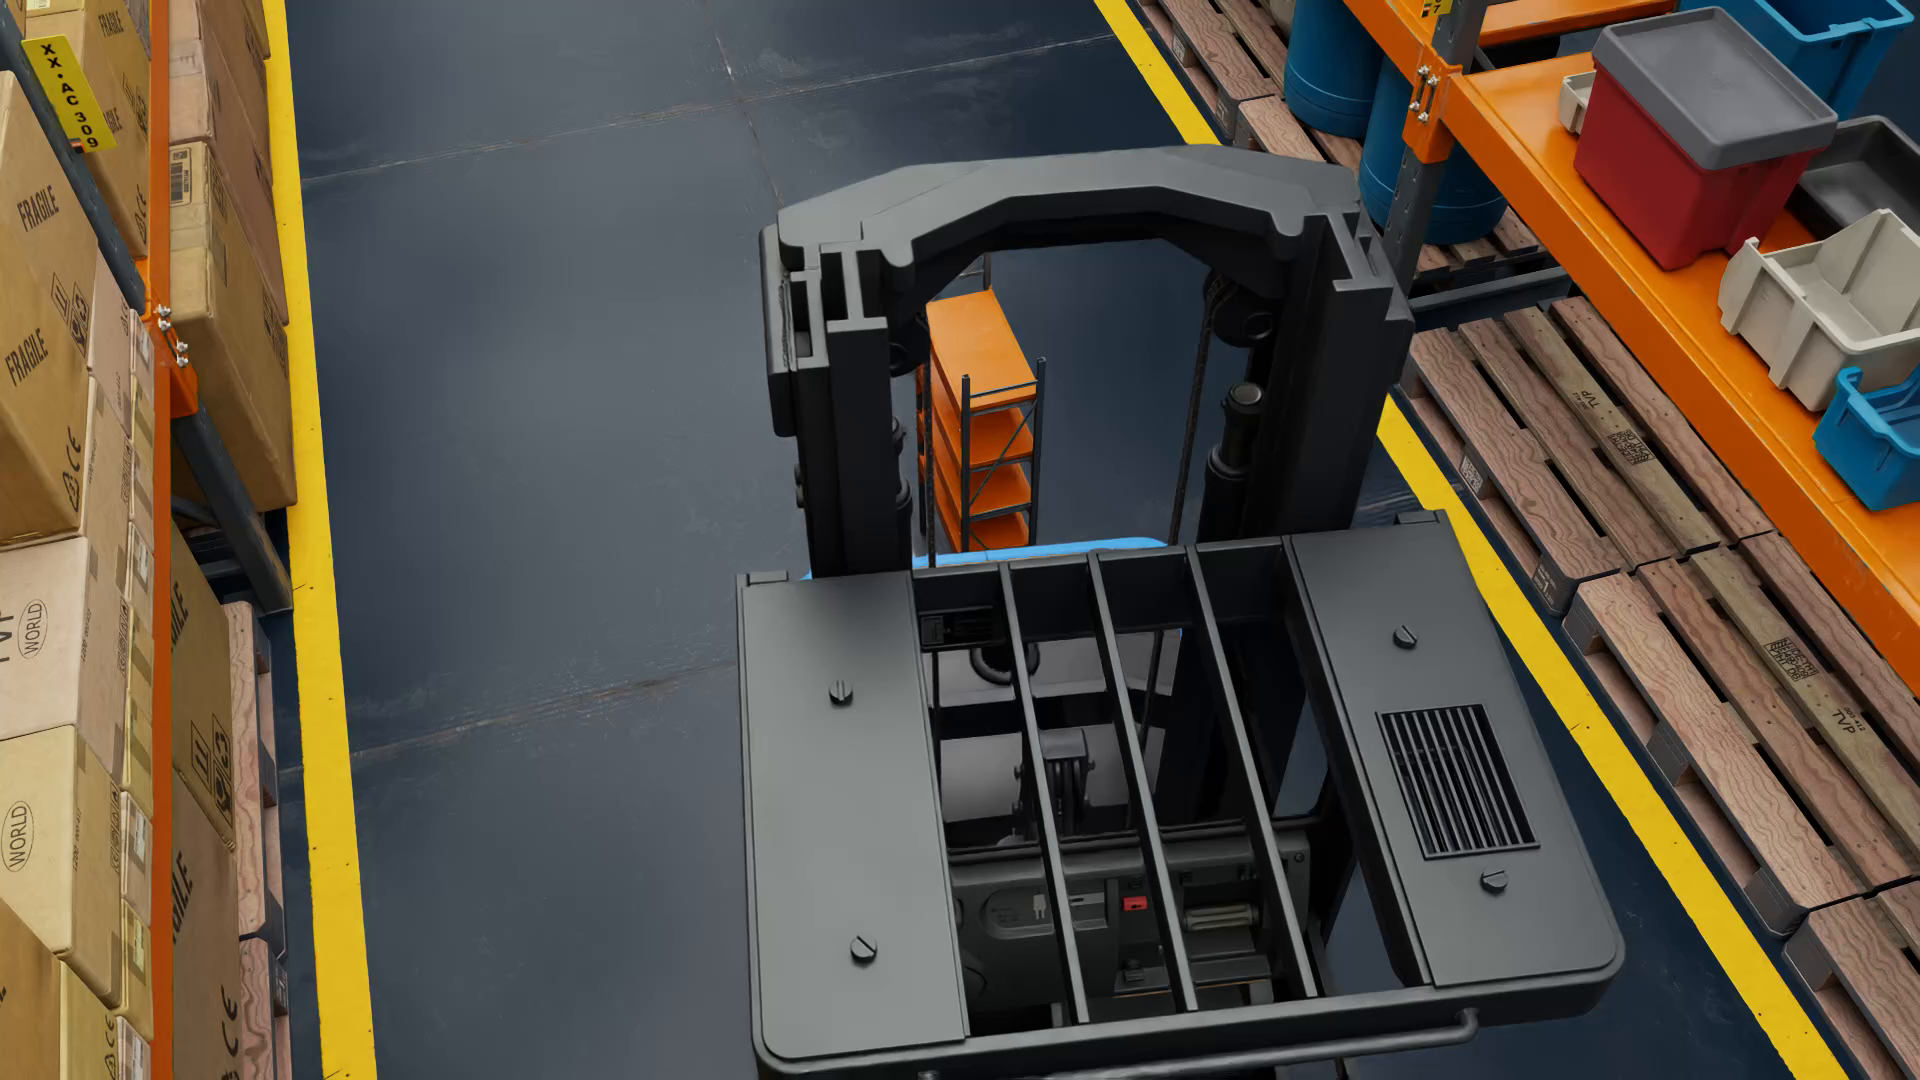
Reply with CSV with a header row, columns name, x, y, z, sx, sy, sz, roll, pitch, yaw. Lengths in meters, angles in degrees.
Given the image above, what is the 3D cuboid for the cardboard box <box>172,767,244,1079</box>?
name,x,y,z,sx,sy,sz,roll,pitch,yaw
cardboard box,-2.333,1.045,4.022,0.875,0.875,0.875,-13,51,-11

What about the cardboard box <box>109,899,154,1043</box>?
name,x,y,z,sx,sy,sz,roll,pitch,yaw
cardboard box,-1.781,0.884,3.207,0.380,0.149,0.250,-14,51,-12

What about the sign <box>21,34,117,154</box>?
name,x,y,z,sx,sy,sz,roll,pitch,yaw
sign,-2.189,-1.093,4.091,0.100,0.325,0.005,-13,51,-11

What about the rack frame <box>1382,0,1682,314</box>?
name,x,y,z,sx,sy,sz,roll,pitch,yaw
rack frame,2.013,-1.782,5.290,1.000,3.000,0.127,-13,51,-11

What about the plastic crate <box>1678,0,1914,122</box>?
name,x,y,z,sx,sy,sz,roll,pitch,yaw
plastic crate,2.477,-1.532,5.051,0.392,0.384,0.575,-13,51,-11

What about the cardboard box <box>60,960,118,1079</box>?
name,x,y,z,sx,sy,sz,roll,pitch,yaw
cardboard box,-1.725,1.055,2.803,0.500,0.250,0.500,-15,51,-12

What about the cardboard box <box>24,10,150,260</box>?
name,x,y,z,sx,sy,sz,roll,pitch,yaw
cardboard box,-2.615,-1.087,4.639,0.500,0.500,0.500,-13,51,-11

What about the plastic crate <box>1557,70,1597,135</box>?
name,x,y,z,sx,sy,sz,roll,pitch,yaw
plastic crate,2.014,-1.344,5.054,0.396,0.136,0.243,-13,51,-11

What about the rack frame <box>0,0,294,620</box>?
name,x,y,z,sx,sy,sz,roll,pitch,yaw
rack frame,-2.718,-0.662,4.346,1.000,3.000,0.127,-13,51,-11

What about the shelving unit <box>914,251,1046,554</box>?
name,x,y,z,sx,sy,sz,roll,pitch,yaw
shelving unit,0.049,-0.266,5.189,0.258,1.200,0.503,-13,51,-11

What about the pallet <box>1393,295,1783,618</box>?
name,x,y,z,sx,sy,sz,roll,pitch,yaw
pallet,2.268,-0.355,5.911,1.003,0.211,1.213,-13,51,-11

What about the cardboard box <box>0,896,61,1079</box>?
name,x,y,z,sx,sy,sz,roll,pitch,yaw
cardboard box,-1.726,0.817,2.513,0.500,0.500,0.500,-15,51,-12

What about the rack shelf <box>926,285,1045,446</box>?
name,x,y,z,sx,sy,sz,roll,pitch,yaw
rack shelf,0.049,-0.519,4.889,0.258,0.148,0.480,-13,51,-11

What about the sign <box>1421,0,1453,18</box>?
name,x,y,z,sx,sy,sz,roll,pitch,yaw
sign,1.487,-1.748,5.081,0.100,0.325,0.005,-13,51,-11

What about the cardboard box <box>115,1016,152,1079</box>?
name,x,y,z,sx,sy,sz,roll,pitch,yaw
cardboard box,-1.708,1.068,3.052,0.380,0.149,0.250,-14,51,-11

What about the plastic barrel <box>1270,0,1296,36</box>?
name,x,y,z,sx,sy,sz,roll,pitch,yaw
plastic barrel,1.578,-2.466,7.220,0.421,0.512,0.421,0,50,0

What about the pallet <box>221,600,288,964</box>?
name,x,y,z,sx,sy,sz,roll,pitch,yaw
pallet,-2.568,0.810,4.929,1.003,0.211,1.213,-13,51,-11

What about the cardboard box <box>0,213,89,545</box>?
name,x,y,z,sx,sy,sz,roll,pitch,yaw
cardboard box,-2.183,-0.309,3.462,0.500,0.500,0.500,-13,51,-11

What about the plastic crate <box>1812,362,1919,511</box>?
name,x,y,z,sx,sy,sz,roll,pitch,yaw
plastic crate,2.344,-0.268,4.084,0.416,0.233,0.300,-13,51,-11

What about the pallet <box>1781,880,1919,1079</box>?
name,x,y,z,sx,sy,sz,roll,pitch,yaw
pallet,2.989,1.427,4.409,1.003,0.211,1.213,-13,51,-11

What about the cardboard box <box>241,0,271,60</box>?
name,x,y,z,sx,sy,sz,roll,pitch,yaw
cardboard box,-3.717,-2.525,7.032,1.225,0.875,0.875,-15,52,-13

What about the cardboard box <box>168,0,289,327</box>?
name,x,y,z,sx,sy,sz,roll,pitch,yaw
cardboard box,-3.192,-1.228,5.938,1.225,0.875,0.875,-15,51,-12

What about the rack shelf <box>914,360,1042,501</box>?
name,x,y,z,sx,sy,sz,roll,pitch,yaw
rack shelf,0.049,-0.367,5.070,0.258,0.148,0.480,-13,51,-11

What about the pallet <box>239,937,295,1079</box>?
name,x,y,z,sx,sy,sz,roll,pitch,yaw
pallet,-2.204,1.703,4.177,1.003,0.211,1.213,-13,51,-11

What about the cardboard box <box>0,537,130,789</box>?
name,x,y,z,sx,sy,sz,roll,pitch,yaw
cardboard box,-2.031,0.304,3.435,0.500,0.250,0.500,-12,51,-10

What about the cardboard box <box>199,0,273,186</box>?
name,x,y,z,sx,sy,sz,roll,pitch,yaw
cardboard box,-3.461,-1.872,6.481,1.225,0.875,0.875,-13,51,-11

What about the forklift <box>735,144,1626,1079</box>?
name,x,y,z,sx,sy,sz,roll,pitch,yaw
forklift,0.241,0.895,3.078,1.130,2.935,3.031,-5,50,-4

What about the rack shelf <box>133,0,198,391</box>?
name,x,y,z,sx,sy,sz,roll,pitch,yaw
rack shelf,-3.310,-1.891,5.853,1.077,0.370,4.000,-13,51,-11

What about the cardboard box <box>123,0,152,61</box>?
name,x,y,z,sx,sy,sz,roll,pitch,yaw
cardboard box,-2.913,-1.819,5.256,0.500,0.500,0.500,-14,51,-12

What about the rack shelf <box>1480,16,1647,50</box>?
name,x,y,z,sx,sy,sz,roll,pitch,yaw
rack shelf,1.422,-3.057,6.742,0.831,0.071,3.687,-13,51,-11

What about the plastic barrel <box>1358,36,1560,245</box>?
name,x,y,z,sx,sy,sz,roll,pitch,yaw
plastic barrel,1.869,-1.642,6.270,0.600,0.901,0.708,-13,51,-11

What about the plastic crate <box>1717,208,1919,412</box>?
name,x,y,z,sx,sy,sz,roll,pitch,yaw
plastic crate,2.289,-0.606,4.337,0.437,0.282,0.530,-13,51,-11

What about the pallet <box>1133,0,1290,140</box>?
name,x,y,z,sx,sy,sz,roll,pitch,yaw
pallet,1.460,-2.349,7.592,1.003,0.211,1.213,-13,51,-11

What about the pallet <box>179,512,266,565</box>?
name,x,y,z,sx,sy,sz,roll,pitch,yaw
pallet,-3.018,-0.310,5.873,1.003,0.211,1.213,-13,51,-11

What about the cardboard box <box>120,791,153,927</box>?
name,x,y,z,sx,sy,sz,roll,pitch,yaw
cardboard box,-1.861,0.692,3.369,0.380,0.149,0.250,-13,51,-10

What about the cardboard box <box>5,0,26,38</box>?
name,x,y,z,sx,sy,sz,roll,pitch,yaw
cardboard box,-2.915,-1.482,4.316,0.797,0.503,0.637,-15,51,-12

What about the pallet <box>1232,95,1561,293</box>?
name,x,y,z,sx,sy,sz,roll,pitch,yaw
pallet,1.825,-1.456,6.839,1.003,0.211,1.213,-13,51,-11

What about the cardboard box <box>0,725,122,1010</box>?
name,x,y,z,sx,sy,sz,roll,pitch,yaw
cardboard box,-1.884,0.675,3.123,0.500,0.250,0.500,-14,51,-12

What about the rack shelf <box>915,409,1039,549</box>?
name,x,y,z,sx,sy,sz,roll,pitch,yaw
rack shelf,0.049,-0.222,5.241,0.258,0.148,0.480,-13,51,-11

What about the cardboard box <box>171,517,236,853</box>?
name,x,y,z,sx,sy,sz,roll,pitch,yaw
cardboard box,-2.600,0.388,4.576,0.875,0.875,0.875,-13,51,-11

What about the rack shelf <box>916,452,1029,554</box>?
name,x,y,z,sx,sy,sz,roll,pitch,yaw
rack shelf,0.049,-0.094,5.393,0.258,0.148,0.480,-13,51,-11

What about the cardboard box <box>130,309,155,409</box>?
name,x,y,z,sx,sy,sz,roll,pitch,yaw
cardboard box,-2.315,-0.432,4.317,0.380,0.149,0.250,-13,51,-11

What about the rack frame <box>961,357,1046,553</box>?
name,x,y,z,sx,sy,sz,roll,pitch,yaw
rack frame,0.121,-0.088,5.039,0.240,1.200,0.015,-13,51,-11

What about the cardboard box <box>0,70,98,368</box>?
name,x,y,z,sx,sy,sz,roll,pitch,yaw
cardboard box,-2.327,-0.676,3.771,0.500,0.500,0.500,-12,51,-10

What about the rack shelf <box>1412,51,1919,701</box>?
name,x,y,z,sx,sy,sz,roll,pitch,yaw
rack shelf,2.605,-0.089,4.334,1.077,0.370,4.000,-13,51,-11

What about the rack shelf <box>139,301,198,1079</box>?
name,x,y,z,sx,sy,sz,roll,pitch,yaw
rack shelf,-2.127,1.031,3.390,1.077,0.370,4.000,-13,51,-11

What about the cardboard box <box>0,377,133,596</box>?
name,x,y,z,sx,sy,sz,roll,pitch,yaw
cardboard box,-2.182,-0.069,3.750,0.500,0.250,0.500,-12,51,-10

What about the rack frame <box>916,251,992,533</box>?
name,x,y,z,sx,sy,sz,roll,pitch,yaw
rack frame,-0.023,-0.444,5.340,0.240,1.200,0.015,-13,51,-11

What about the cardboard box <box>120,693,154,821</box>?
name,x,y,z,sx,sy,sz,roll,pitch,yaw
cardboard box,-1.935,0.506,3.526,0.380,0.149,0.250,-14,51,-12

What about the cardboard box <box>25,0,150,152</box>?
name,x,y,z,sx,sy,sz,roll,pitch,yaw
cardboard box,-2.765,-1.453,4.948,0.500,0.500,0.500,-13,51,-11

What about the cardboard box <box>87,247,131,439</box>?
name,x,y,z,sx,sy,sz,roll,pitch,yaw
cardboard box,-2.337,-0.446,4.068,0.500,0.250,0.500,-14,51,-12

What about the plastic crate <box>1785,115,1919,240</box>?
name,x,y,z,sx,sy,sz,roll,pitch,yaw
plastic crate,2.601,-0.956,4.734,0.437,0.125,0.590,-13,51,-11

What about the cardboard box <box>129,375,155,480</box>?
name,x,y,z,sx,sy,sz,roll,pitch,yaw
cardboard box,-2.239,-0.244,4.158,0.380,0.149,0.250,-12,51,-10

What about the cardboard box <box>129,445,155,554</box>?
name,x,y,z,sx,sy,sz,roll,pitch,yaw
cardboard box,-2.163,-0.057,4.000,0.380,0.149,0.250,-14,51,-12

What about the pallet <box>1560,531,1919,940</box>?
name,x,y,z,sx,sy,sz,roll,pitch,yaw
pallet,2.632,0.538,5.158,1.003,0.211,1.213,-13,51,-11

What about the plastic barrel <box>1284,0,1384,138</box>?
name,x,y,z,sx,sy,sz,roll,pitch,yaw
plastic barrel,1.659,-2.159,6.706,0.600,0.901,0.708,-13,51,-11
